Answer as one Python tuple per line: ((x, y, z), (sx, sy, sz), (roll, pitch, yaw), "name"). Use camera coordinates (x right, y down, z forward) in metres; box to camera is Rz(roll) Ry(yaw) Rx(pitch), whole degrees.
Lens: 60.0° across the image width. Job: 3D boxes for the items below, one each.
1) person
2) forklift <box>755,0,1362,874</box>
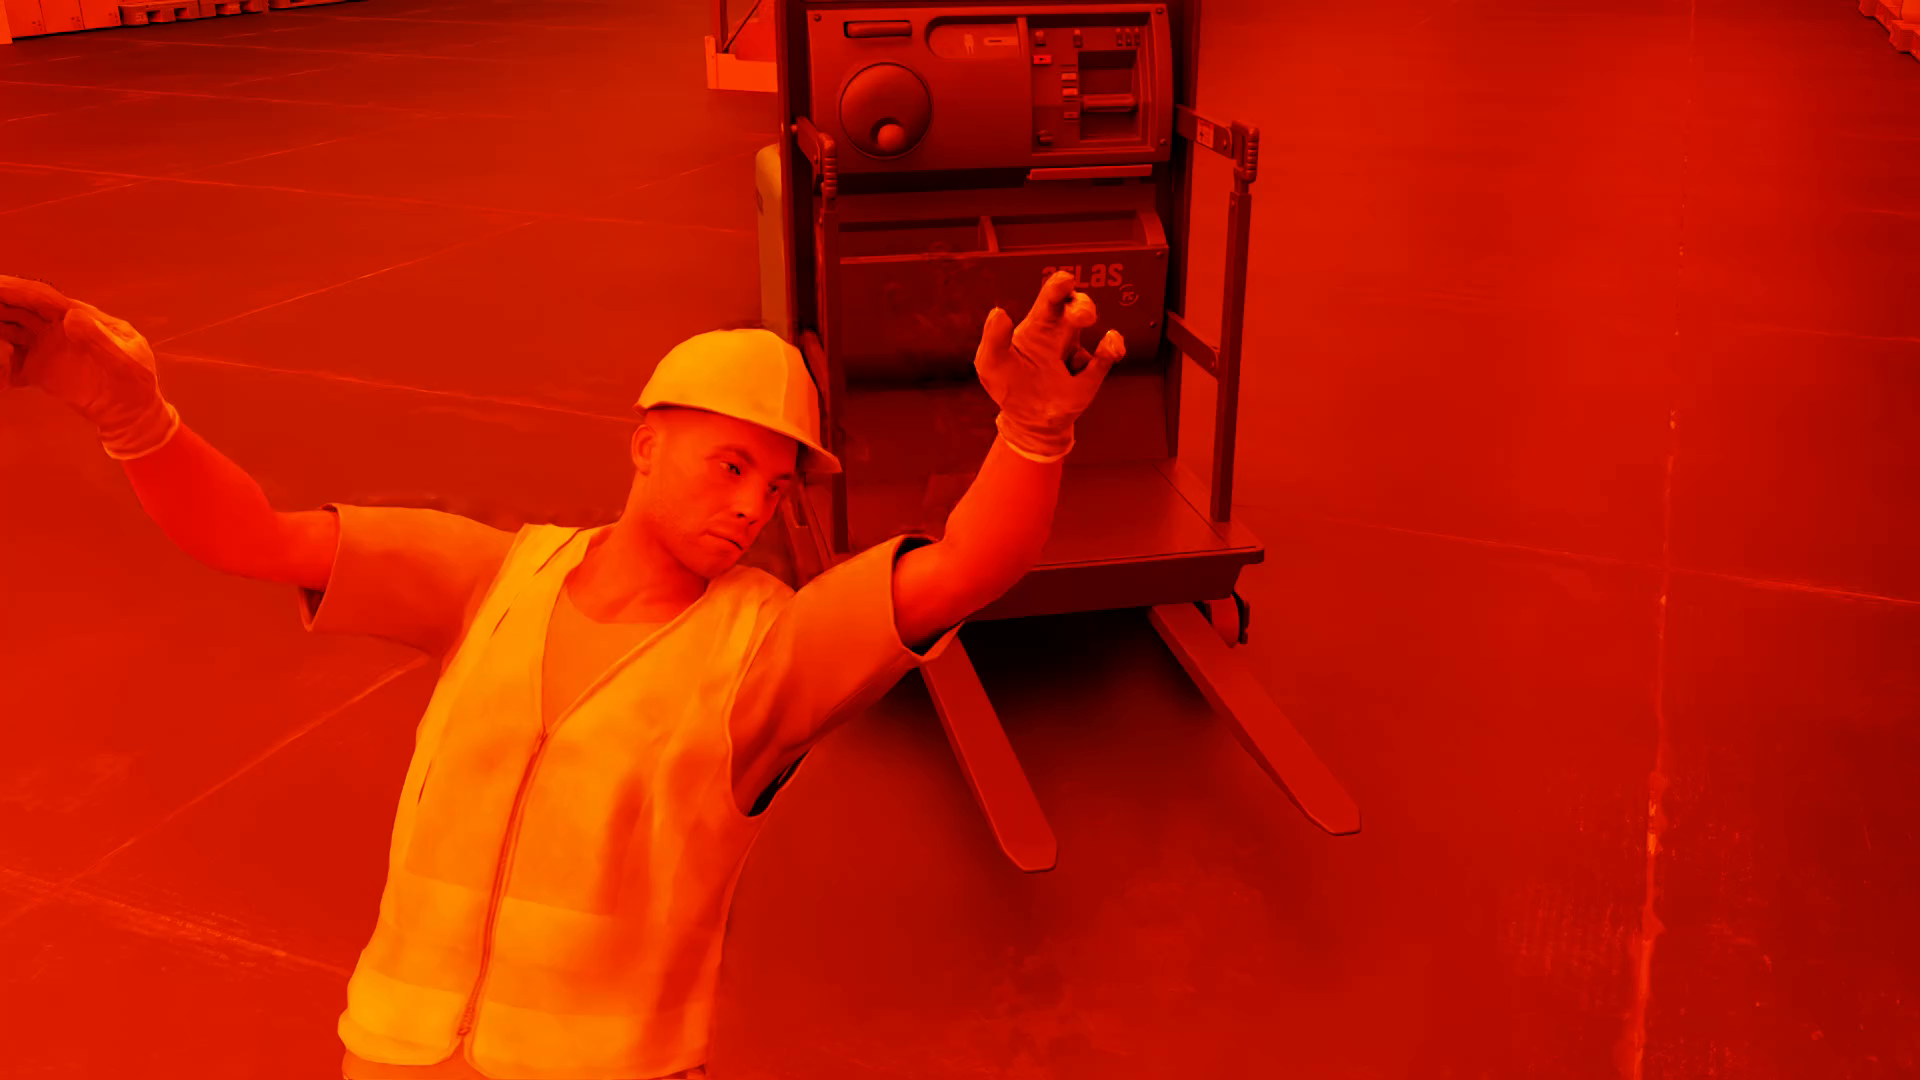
((-0.327, 0.469, 1.847), (0.988, 1.643, 0.769), (5, 23, 13), "person")
((0.131, -1.135, 4.008), (1.130, 2.935, 3.031), (-5, 23, -11), "forklift")
